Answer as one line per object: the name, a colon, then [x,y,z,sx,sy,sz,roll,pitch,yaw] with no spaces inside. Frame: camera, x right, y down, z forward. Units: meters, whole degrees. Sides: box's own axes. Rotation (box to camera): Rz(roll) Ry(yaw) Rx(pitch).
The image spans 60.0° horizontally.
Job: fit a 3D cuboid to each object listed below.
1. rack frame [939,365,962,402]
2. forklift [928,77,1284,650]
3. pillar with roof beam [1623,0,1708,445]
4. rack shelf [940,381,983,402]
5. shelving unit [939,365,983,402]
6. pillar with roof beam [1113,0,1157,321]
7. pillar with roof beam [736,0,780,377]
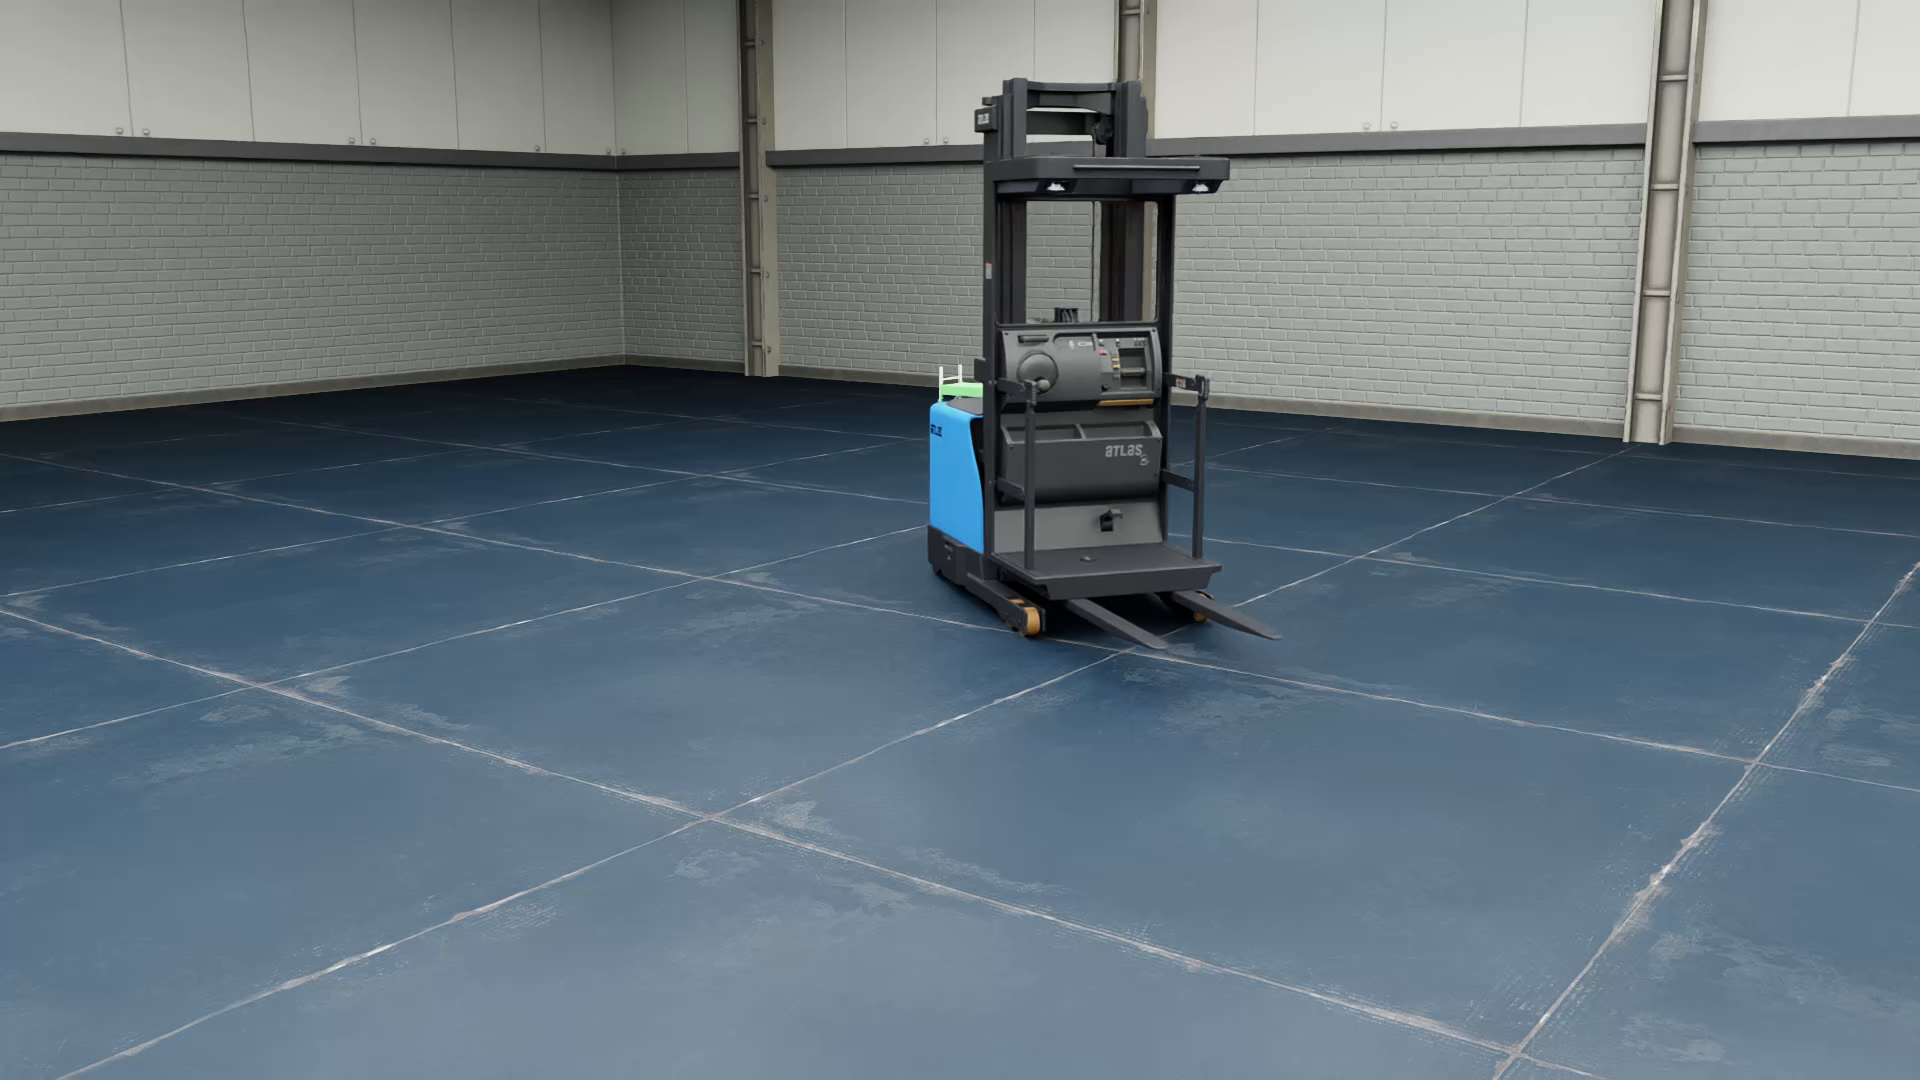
rack frame: [-0.063,-0.598,11.461,0.015,1.200,0.240,8,13,36]
forklift: [0.749,-1.007,9.016,1.130,2.935,3.031,-4,12,-18]
pillar with roof beam: [4.321,-4.743,12.354,0.400,9.000,9.100,8,13,36]
rack shelf: [0.133,-0.979,11.240,0.480,0.148,0.258,8,13,36]
shelving unit: [0.133,-0.570,11.320,0.503,1.200,0.258,8,13,36]
pillar with roof beam: [-0.515,-5.418,15.841,0.400,9.000,9.100,8,13,36]
pillar with roof beam: [-5.351,-6.092,19.328,0.400,9.000,9.100,8,13,36]
